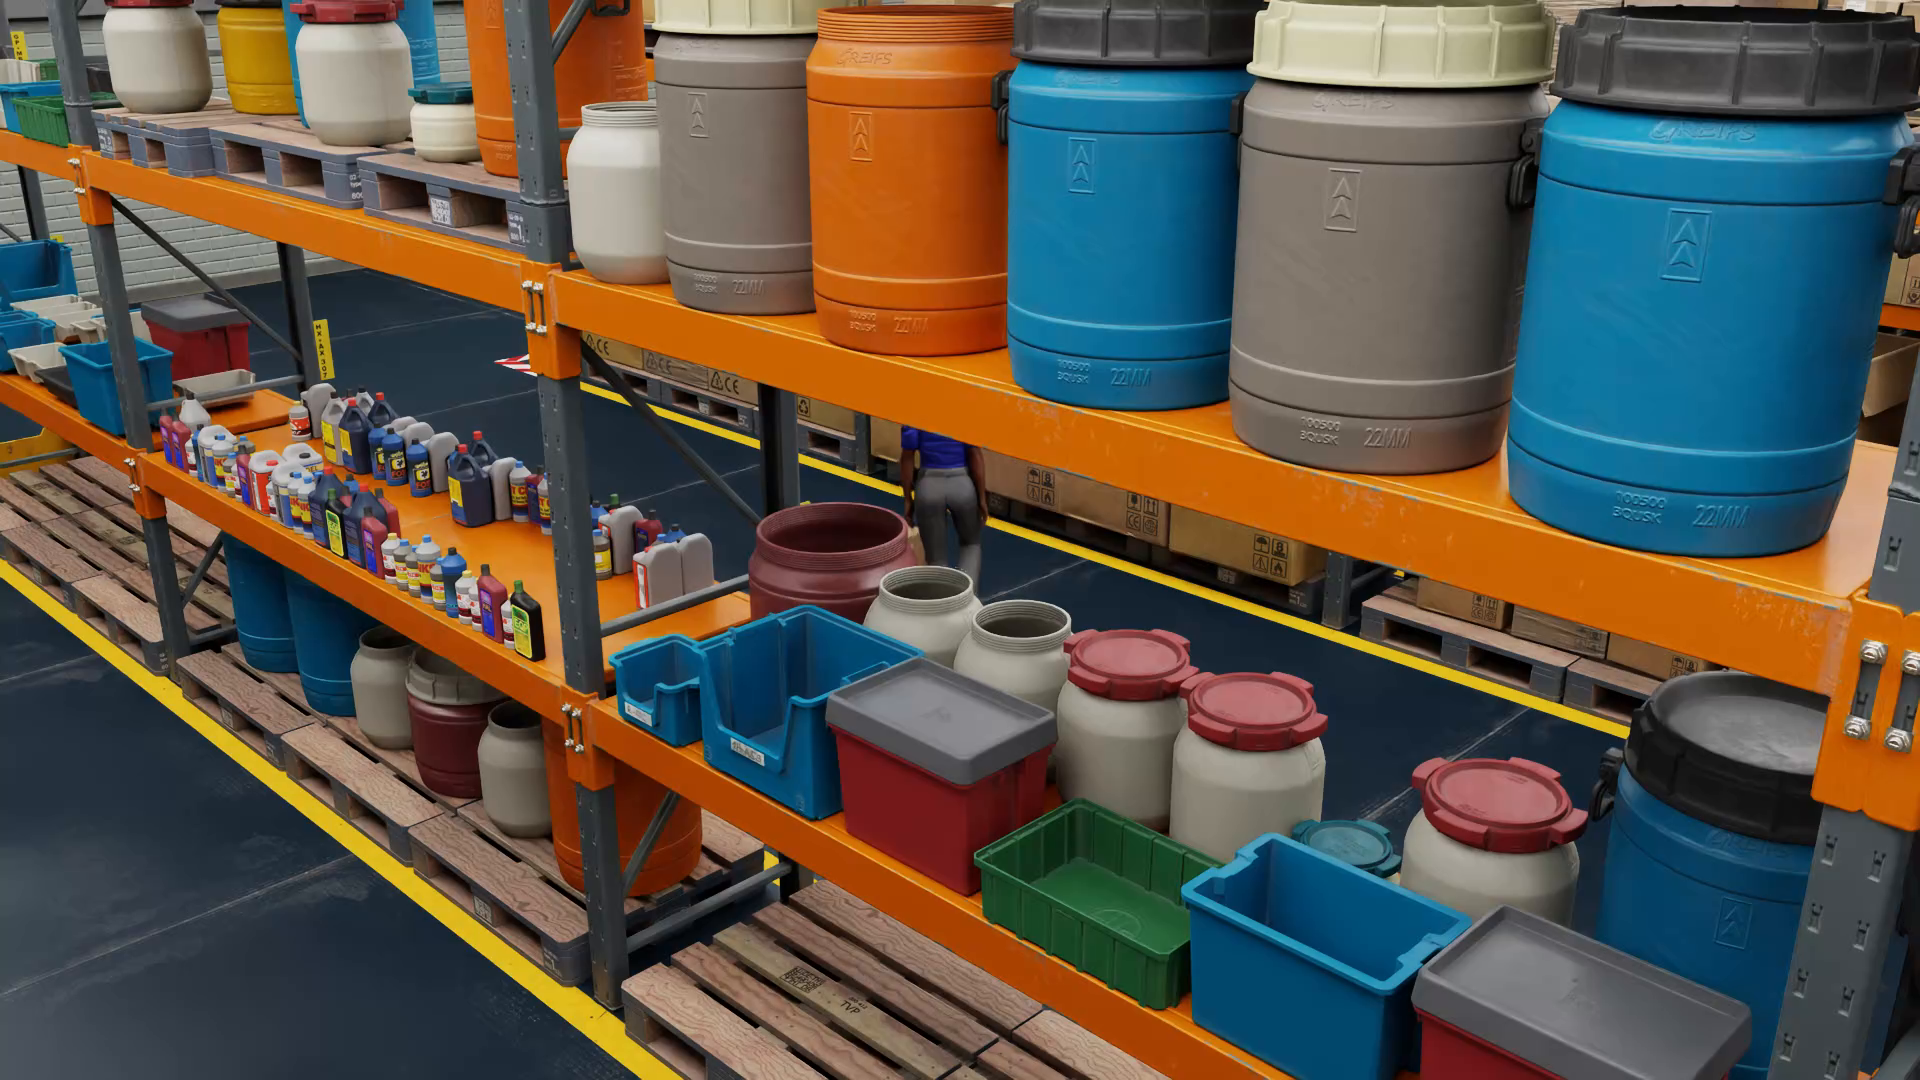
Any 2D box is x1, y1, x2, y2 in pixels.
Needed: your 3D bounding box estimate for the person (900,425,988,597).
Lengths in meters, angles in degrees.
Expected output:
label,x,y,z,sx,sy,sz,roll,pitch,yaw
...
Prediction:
label,x,y,z,sx,sy,sz,roll,pitch,yaw
person,-0.078,-0.226,9.153,0.501,1.648,0.454,-1,21,-1
